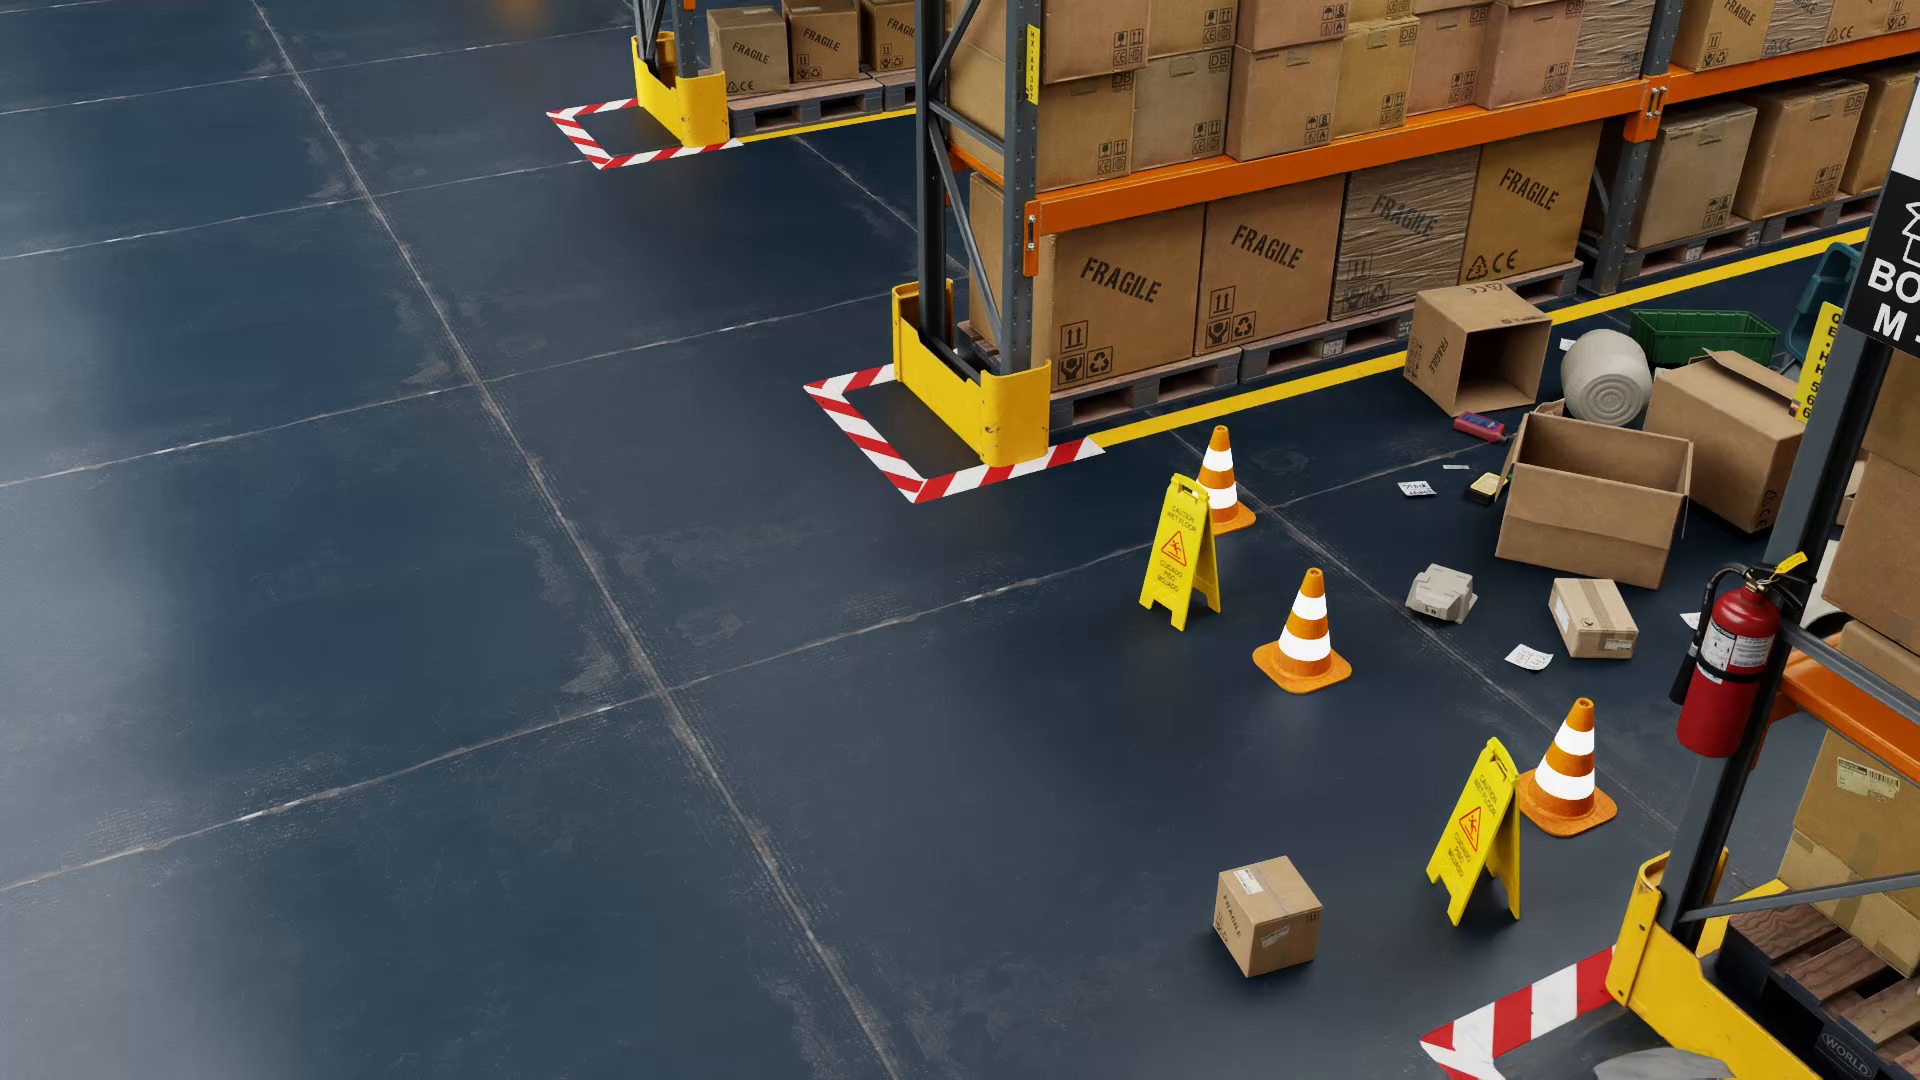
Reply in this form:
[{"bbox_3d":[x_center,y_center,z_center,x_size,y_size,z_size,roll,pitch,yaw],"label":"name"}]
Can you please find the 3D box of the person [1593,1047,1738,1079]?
[{"bbox_3d":[1.389,1.710,3.530,0.608,1.631,0.487,-14,36,-20],"label":"person"}]
